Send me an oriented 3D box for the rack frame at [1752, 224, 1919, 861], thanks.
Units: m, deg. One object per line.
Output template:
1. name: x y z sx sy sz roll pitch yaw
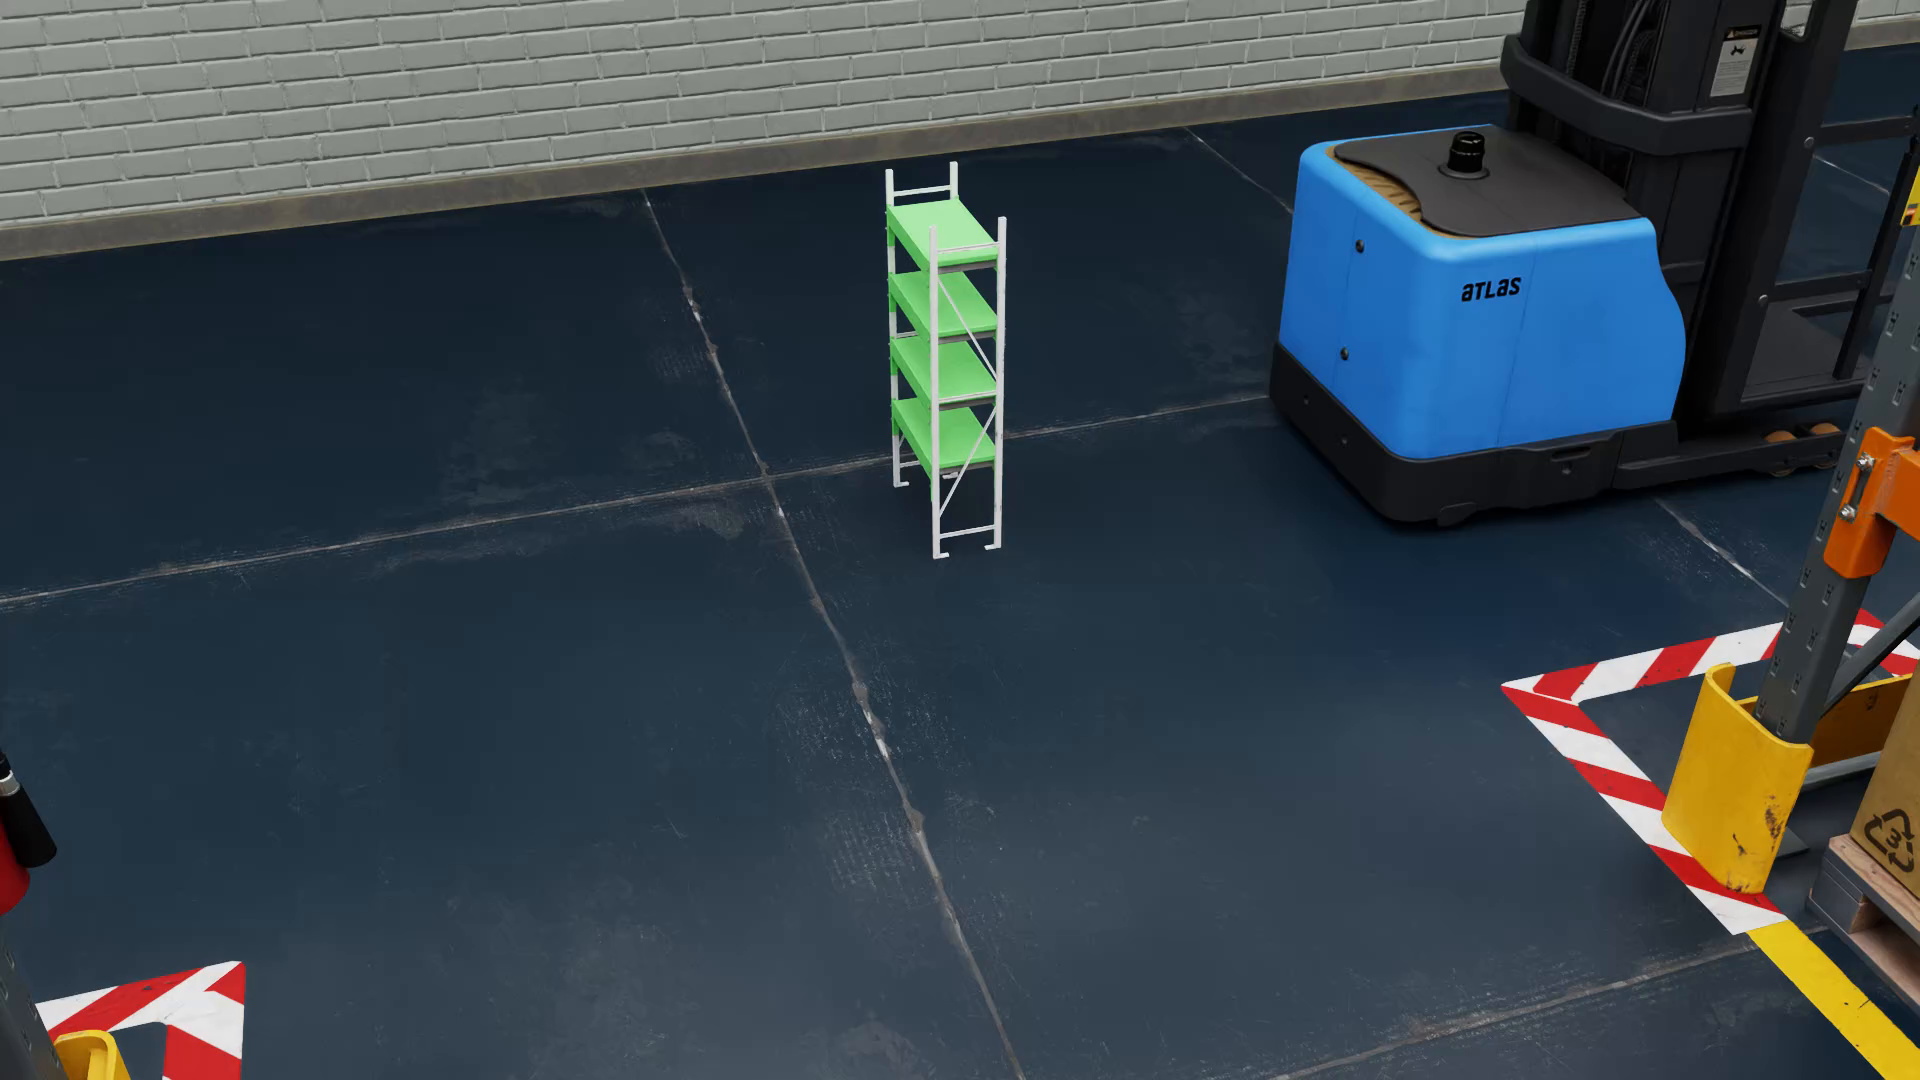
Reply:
1. rack frame: 2.530 -0.491 3.772 1.000 3.000 0.127 -10 35 -15

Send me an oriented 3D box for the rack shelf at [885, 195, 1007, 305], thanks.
1. rack shelf: -0.050 -0.935 5.321 0.258 0.148 0.480 -10 35 -15

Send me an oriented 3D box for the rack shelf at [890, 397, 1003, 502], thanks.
1. rack shelf: -0.050 -0.334 5.718 0.258 0.148 0.480 -10 35 -15

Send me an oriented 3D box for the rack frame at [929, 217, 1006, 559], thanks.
1. rack frame: 0.024 -0.459 5.357 0.240 1.200 0.015 -10 35 -15

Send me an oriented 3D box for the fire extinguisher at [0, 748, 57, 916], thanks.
1. fire extinguisher: -1.800 0.374 2.871 0.296 0.674 0.183 -10 35 -15

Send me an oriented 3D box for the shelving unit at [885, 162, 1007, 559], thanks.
1. shelving unit: -0.050 -0.587 5.551 0.258 1.200 0.503 -10 35 -15

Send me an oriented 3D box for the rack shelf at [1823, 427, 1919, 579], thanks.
1. rack shelf: 3.140 0.859 2.382 1.077 0.370 4.000 -10 35 -15

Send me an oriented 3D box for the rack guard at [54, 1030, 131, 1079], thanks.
1. rack guard: -2.206 1.374 3.217 1.175 0.500 0.348 -10 35 -15

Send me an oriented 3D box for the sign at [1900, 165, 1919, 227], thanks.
1. sign: 2.000 -0.795 3.375 0.100 0.325 0.005 -10 35 -15

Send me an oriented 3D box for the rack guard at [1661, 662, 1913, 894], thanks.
1. rack guard: 2.523 0.539 4.481 1.175 0.500 0.348 -10 35 -15

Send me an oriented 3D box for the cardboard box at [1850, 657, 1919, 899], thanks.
1. cardboard box: 2.802 0.543 3.754 0.875 0.875 0.875 -10 35 -15

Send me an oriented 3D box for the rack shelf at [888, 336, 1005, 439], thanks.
1. rack shelf: -0.050 -0.534 5.586 0.258 0.148 0.480 -10 35 -15

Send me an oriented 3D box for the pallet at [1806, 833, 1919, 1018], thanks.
1. pallet: 2.849 1.079 3.926 1.003 0.211 1.213 -10 35 -15

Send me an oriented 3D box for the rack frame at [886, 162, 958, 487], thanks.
1. rack frame: -0.125 -0.716 5.745 0.240 1.200 0.015 -10 35 -15

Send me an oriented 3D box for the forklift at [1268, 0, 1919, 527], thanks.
1. forklift: 2.777 -1.725 5.702 3.031 2.935 1.130 -9 35 -14

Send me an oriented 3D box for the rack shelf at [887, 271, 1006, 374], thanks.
1. rack shelf: -0.050 -0.734 5.454 0.258 0.148 0.480 -10 35 -15
